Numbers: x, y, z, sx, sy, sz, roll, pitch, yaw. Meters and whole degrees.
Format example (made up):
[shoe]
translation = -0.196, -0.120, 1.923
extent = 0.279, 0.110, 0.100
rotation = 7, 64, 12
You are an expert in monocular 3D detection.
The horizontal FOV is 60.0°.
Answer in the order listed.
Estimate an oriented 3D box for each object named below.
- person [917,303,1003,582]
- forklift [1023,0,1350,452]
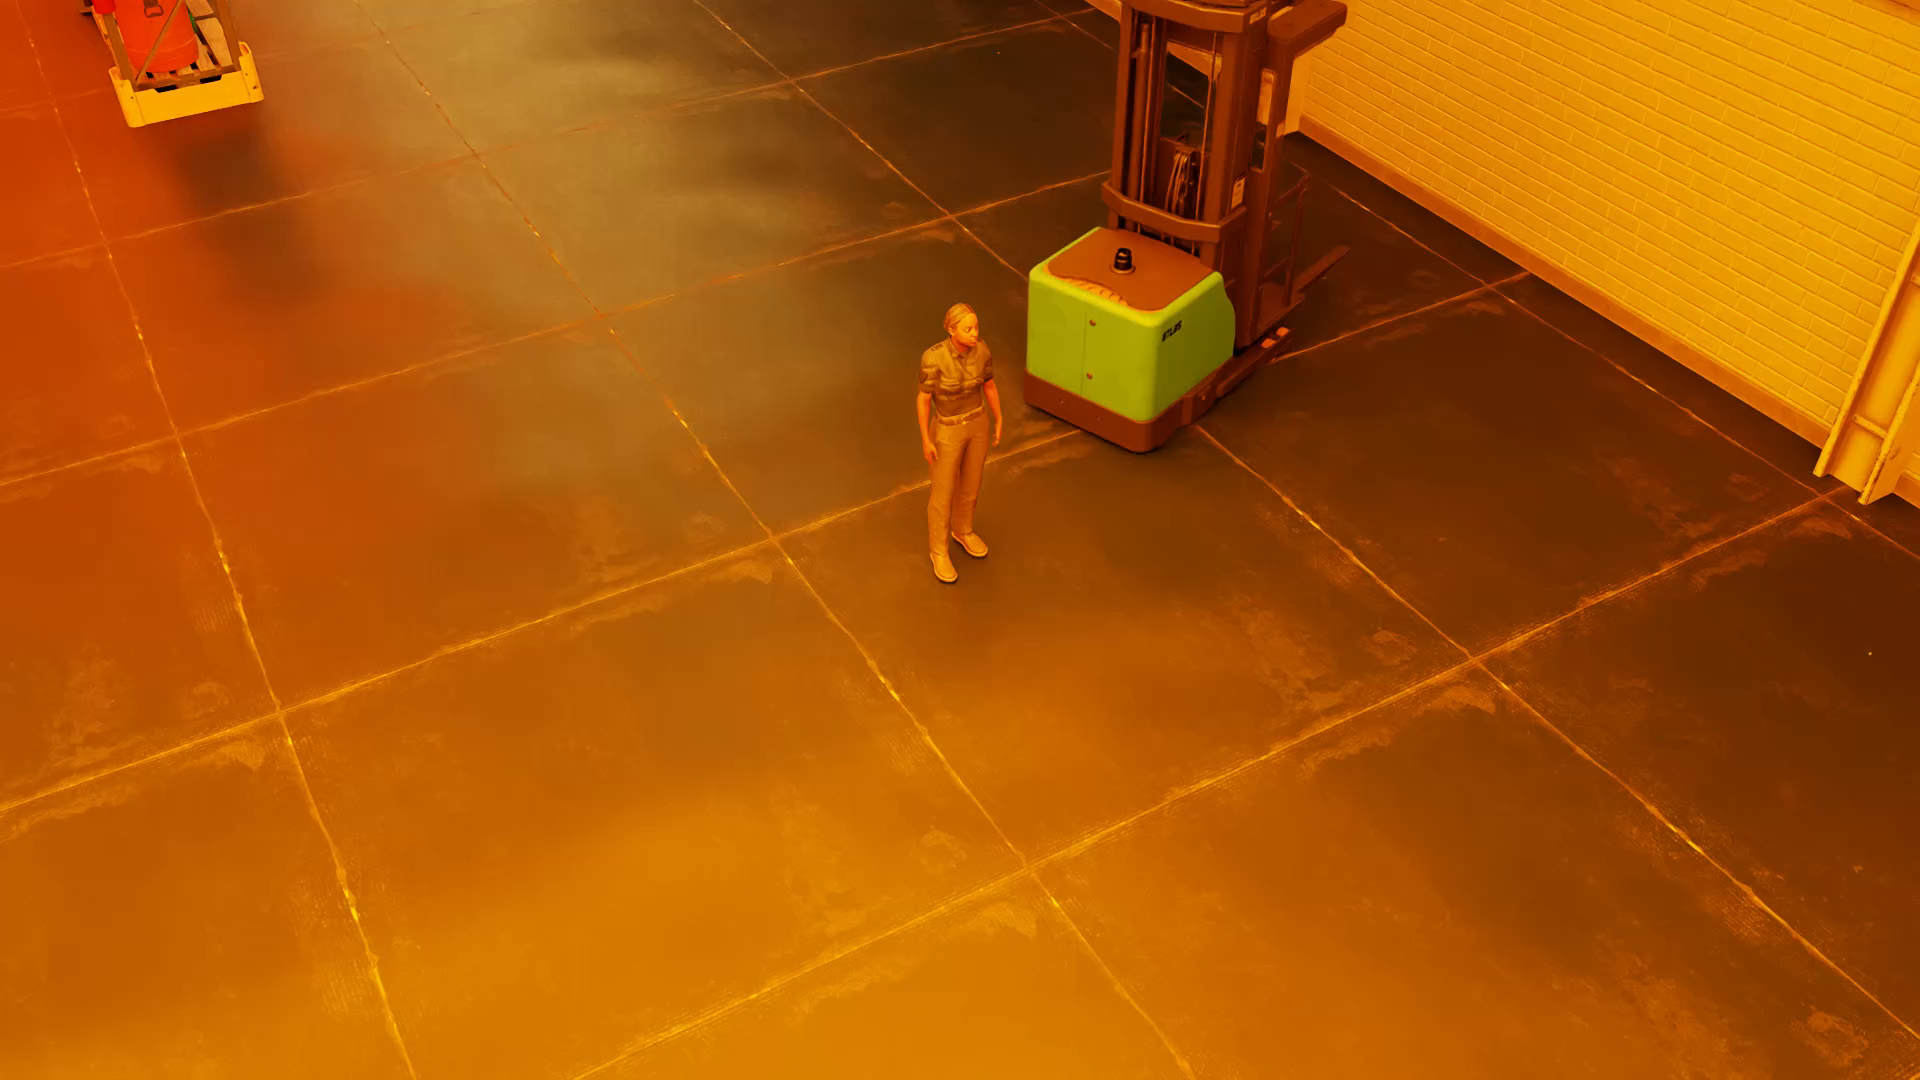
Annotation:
[person]
translation = 0.027, -0.588, 9.733
extent = 0.569, 1.656, 0.503
rotation = -20, 44, -23
[forklift]
translation = 1.756, -2.578, 11.145
extent = 1.130, 2.935, 3.031
rotation = 28, 47, 29
